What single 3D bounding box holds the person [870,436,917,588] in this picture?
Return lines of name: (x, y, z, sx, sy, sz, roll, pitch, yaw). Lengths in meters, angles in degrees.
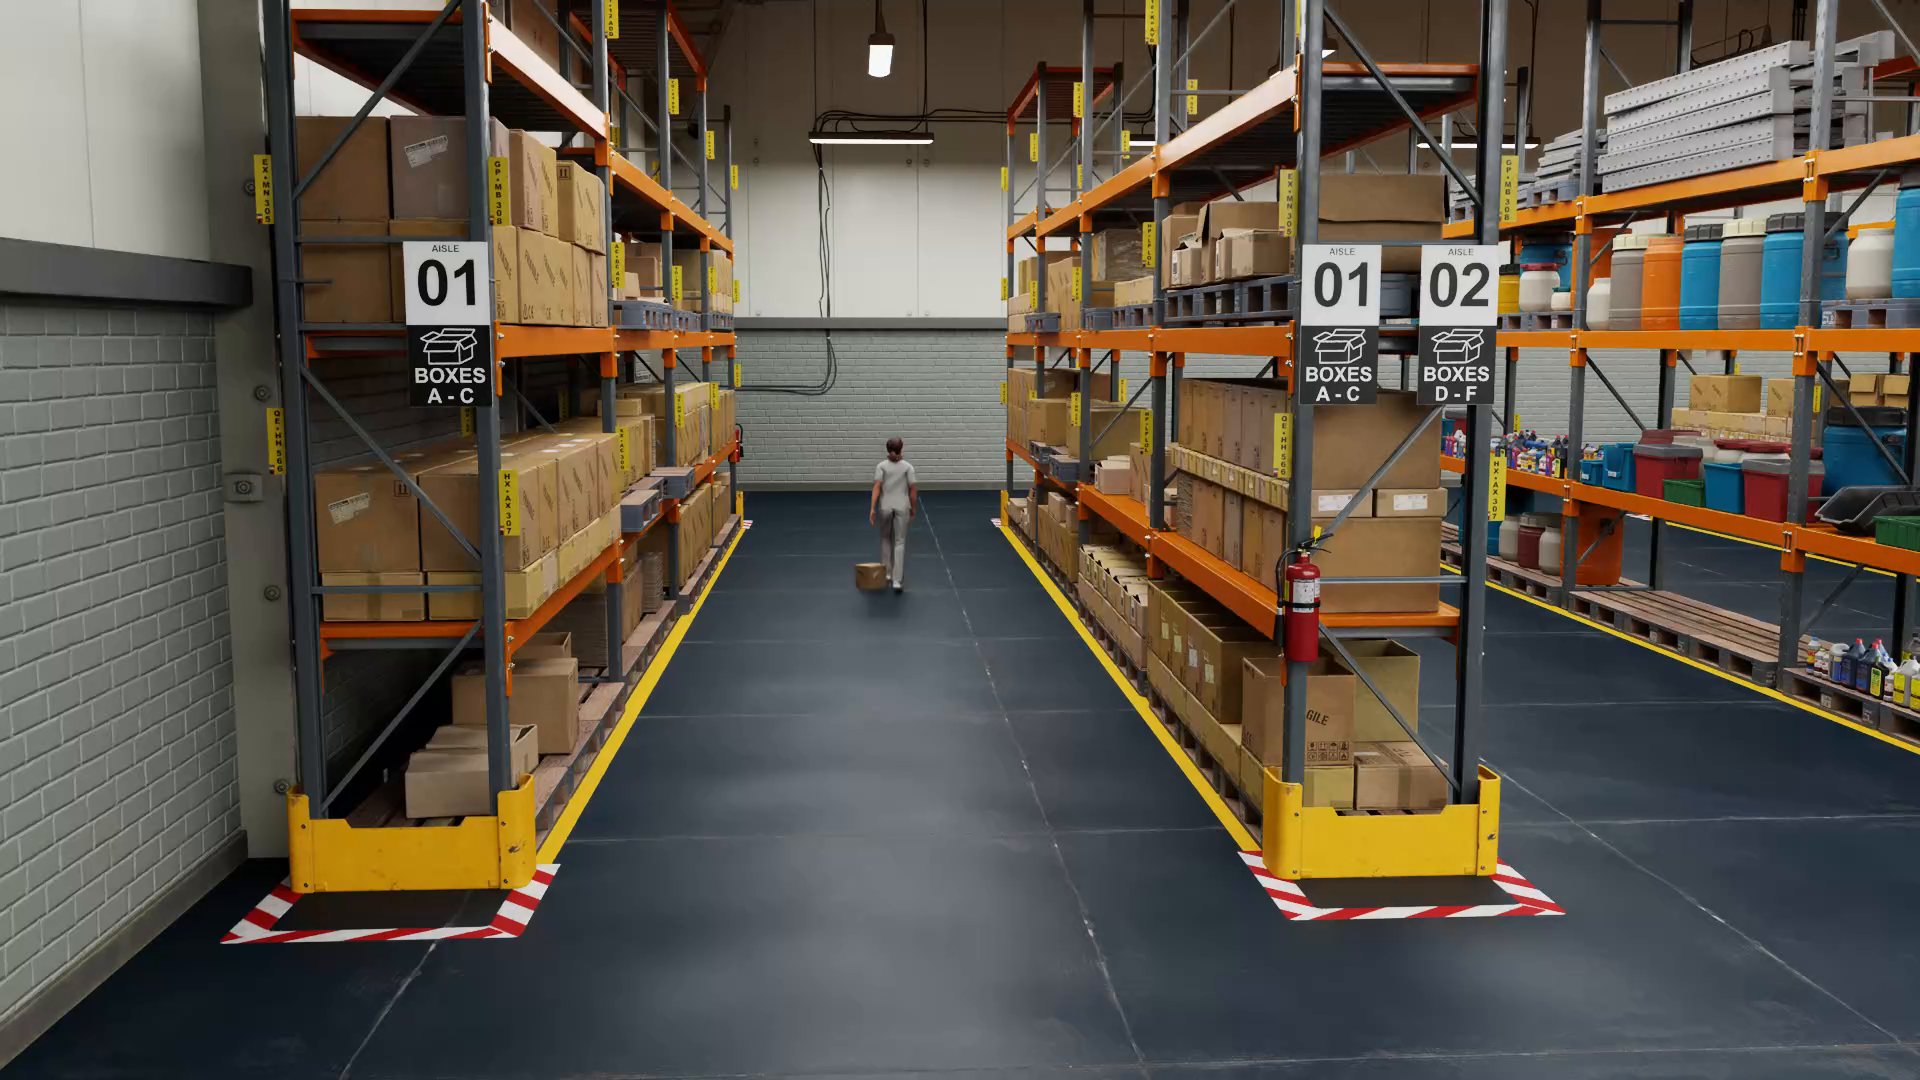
person: (-0.724, -0.285, 18.238, 0.497, 1.702, 0.804, 0, 7, 3)
